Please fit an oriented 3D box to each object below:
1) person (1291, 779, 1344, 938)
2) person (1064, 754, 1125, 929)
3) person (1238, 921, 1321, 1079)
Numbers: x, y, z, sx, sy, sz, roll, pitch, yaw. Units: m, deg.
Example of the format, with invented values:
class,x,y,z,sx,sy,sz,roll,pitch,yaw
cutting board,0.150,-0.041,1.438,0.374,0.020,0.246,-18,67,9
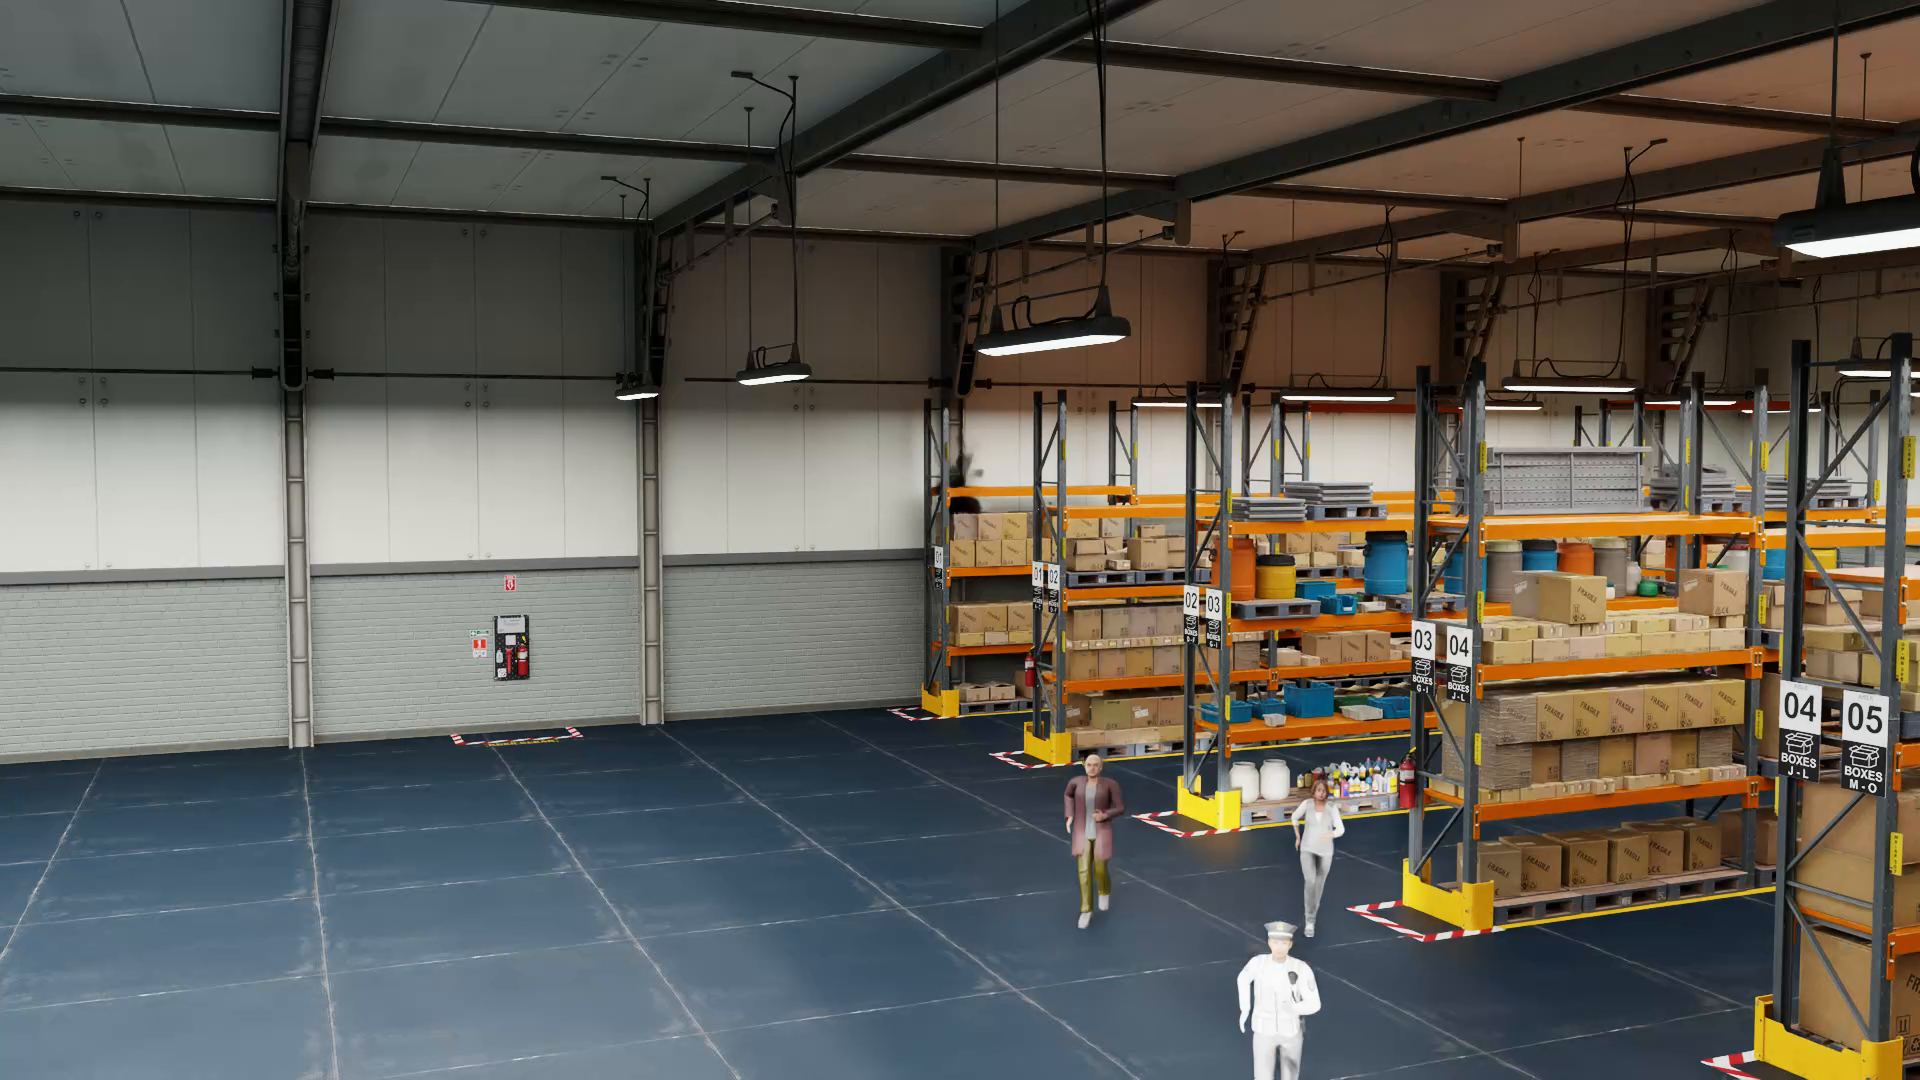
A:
class,x,y,z,sx,sy,sz,roll,pitch,yaw
person,3.779,3.316,17.559,0.529,1.605,0.697,0,3,6
person,1.439,3.208,18.005,0.705,1.794,0.921,1,3,14
person,2.302,3.593,12.026,0.593,1.727,0.837,1,3,11
